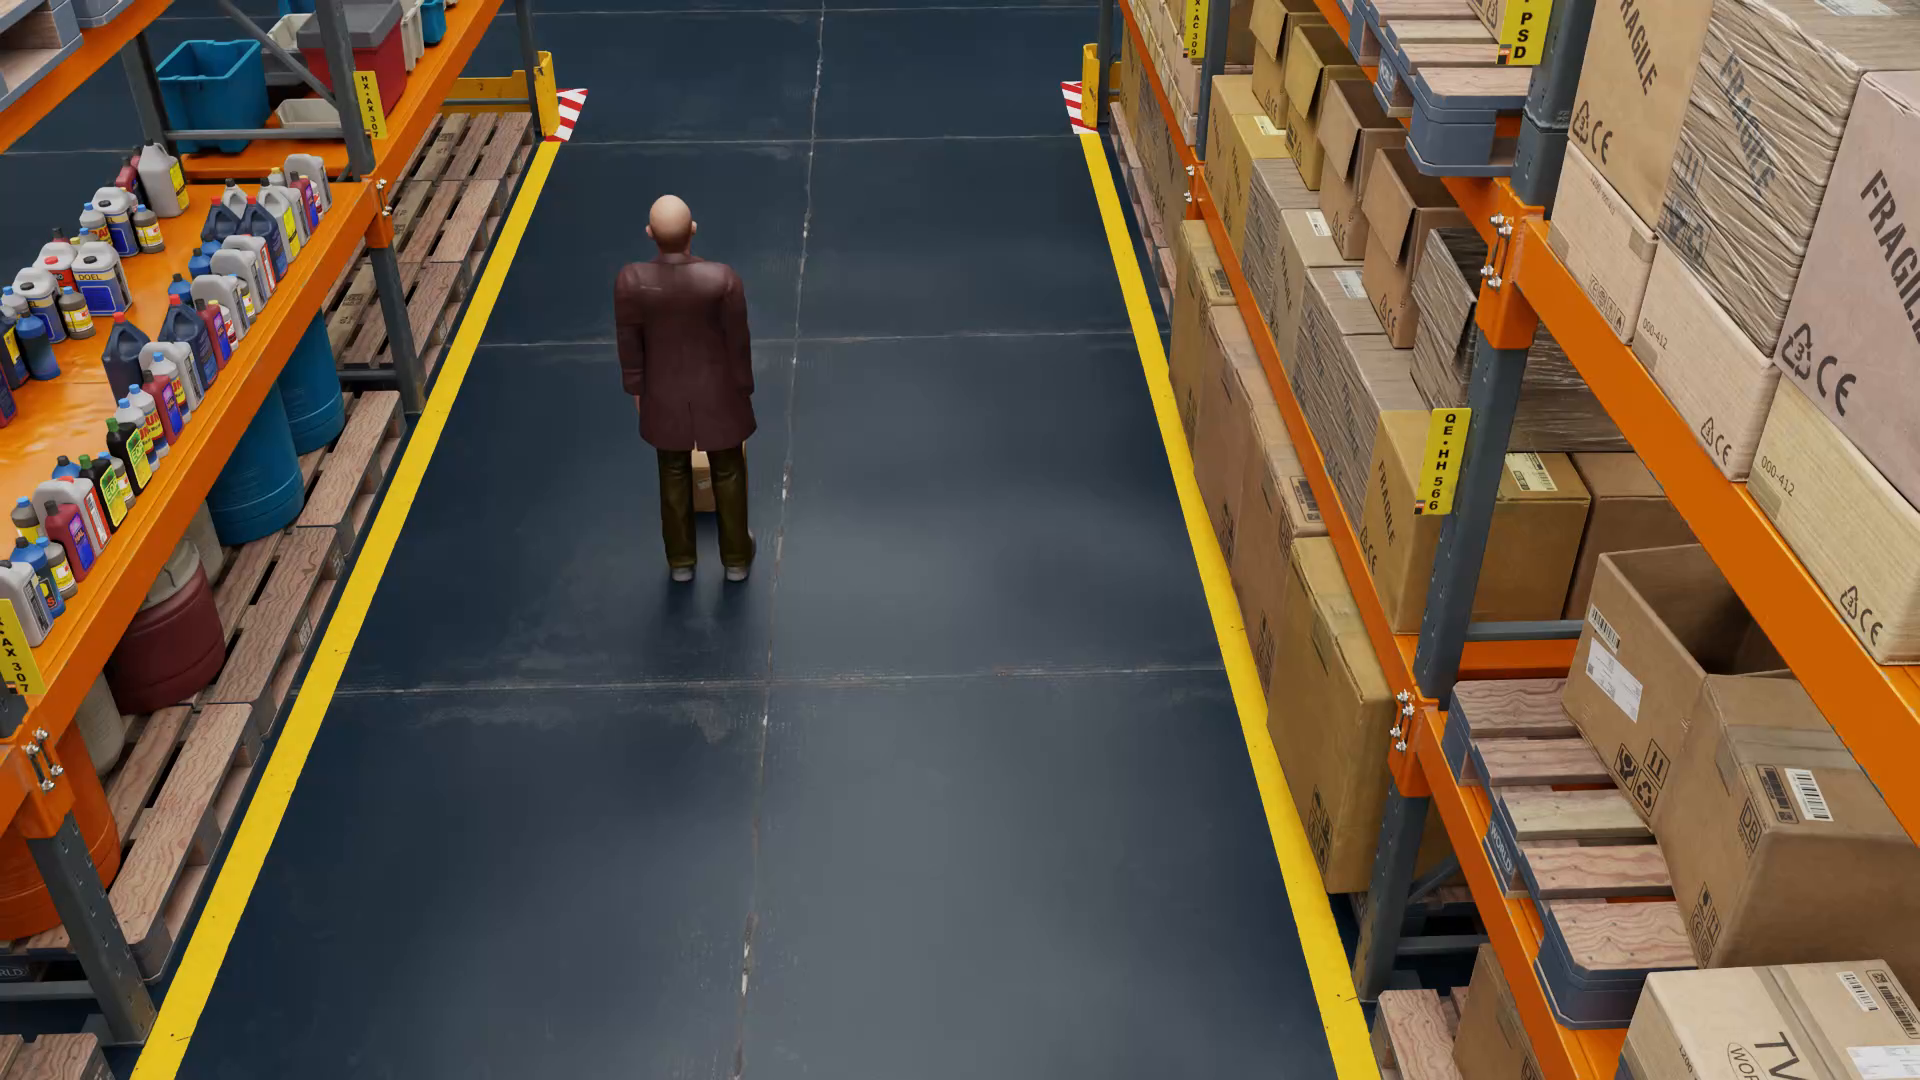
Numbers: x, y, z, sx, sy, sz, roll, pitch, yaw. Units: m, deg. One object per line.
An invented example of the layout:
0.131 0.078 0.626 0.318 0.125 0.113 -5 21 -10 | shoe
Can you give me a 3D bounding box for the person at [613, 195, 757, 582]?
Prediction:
-1.150 -0.637 7.077 0.561 1.779 0.376 -1 35 -1 | person
